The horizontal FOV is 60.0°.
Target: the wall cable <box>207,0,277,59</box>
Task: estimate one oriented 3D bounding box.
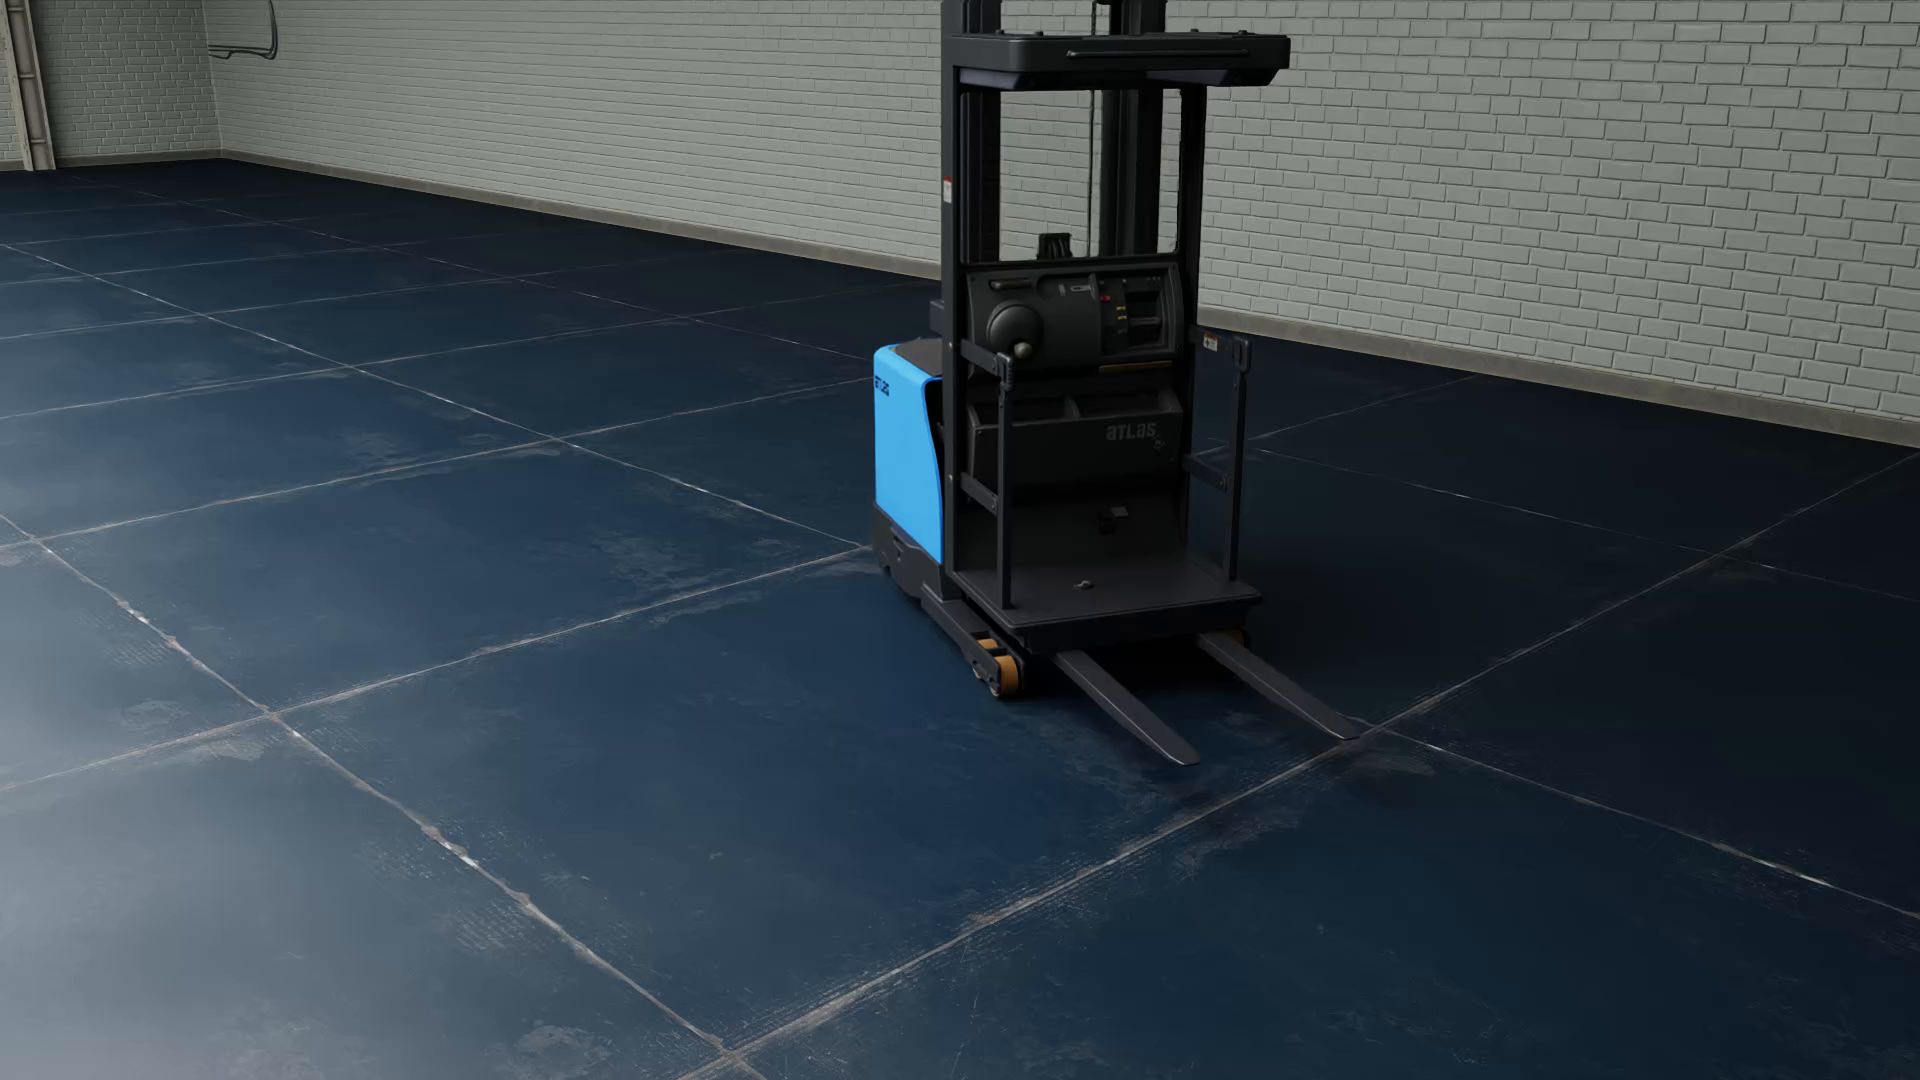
[{"bbox_3d":[-11.960,-9.180,27.242,0.112,2.526,3.097,-16,24,-41],"label":"wall cable"}]

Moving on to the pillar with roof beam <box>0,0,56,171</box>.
[{"bbox_3d":[-12.051,-9.364,22.776,0.400,9.000,9.100,-16,24,-41],"label":"pillar with roof beam"}]

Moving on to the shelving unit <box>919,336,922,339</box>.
[{"bbox_3d":[-0.043,-0.502,8.331,0.252,1.050,0.215,-14,23,-37],"label":"shelving unit"}]

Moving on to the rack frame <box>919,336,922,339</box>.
[{"bbox_3d":[-0.138,-0.478,8.258,0.008,1.050,0.200,-14,23,-37],"label":"rack frame"}]

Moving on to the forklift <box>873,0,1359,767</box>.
[{"bbox_3d":[0.548,-0.915,6.555,1.130,2.935,3.031,-6,19,-18],"label":"forklift"}]
